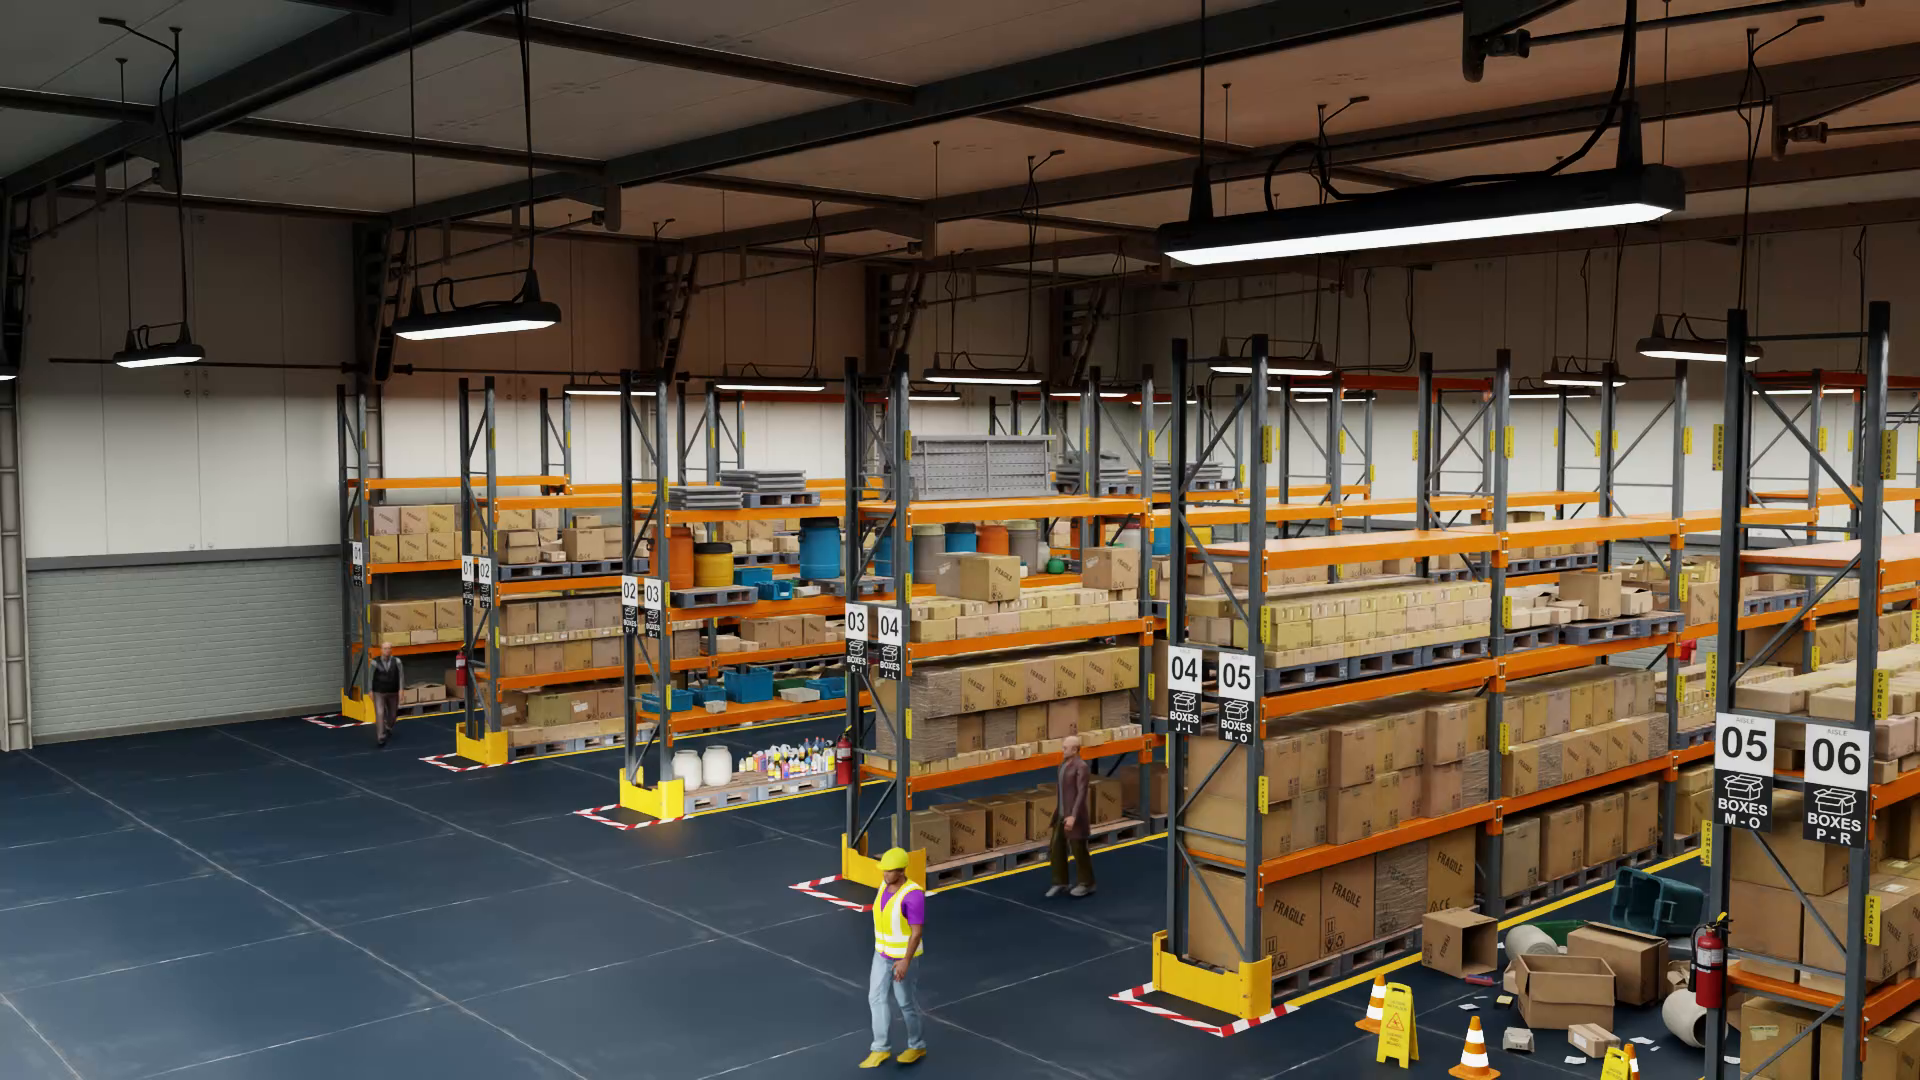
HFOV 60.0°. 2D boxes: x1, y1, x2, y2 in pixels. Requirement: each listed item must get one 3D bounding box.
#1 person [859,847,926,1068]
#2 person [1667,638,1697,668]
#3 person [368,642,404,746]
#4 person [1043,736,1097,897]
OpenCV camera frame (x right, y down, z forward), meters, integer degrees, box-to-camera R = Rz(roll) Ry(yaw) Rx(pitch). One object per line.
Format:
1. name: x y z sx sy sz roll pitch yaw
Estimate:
1. person: -0.535 3.407 13.549 0.558 1.819 0.601 -3 5 -40
2. person: 13.272 2.299 30.588 0.498 1.655 1.125 1 4 21
3. person: -9.520 2.526 27.603 0.554 1.675 1.043 -2 4 -33
4. person: 1.235 3.088 18.439 0.609 1.848 0.643 -2 4 -24
